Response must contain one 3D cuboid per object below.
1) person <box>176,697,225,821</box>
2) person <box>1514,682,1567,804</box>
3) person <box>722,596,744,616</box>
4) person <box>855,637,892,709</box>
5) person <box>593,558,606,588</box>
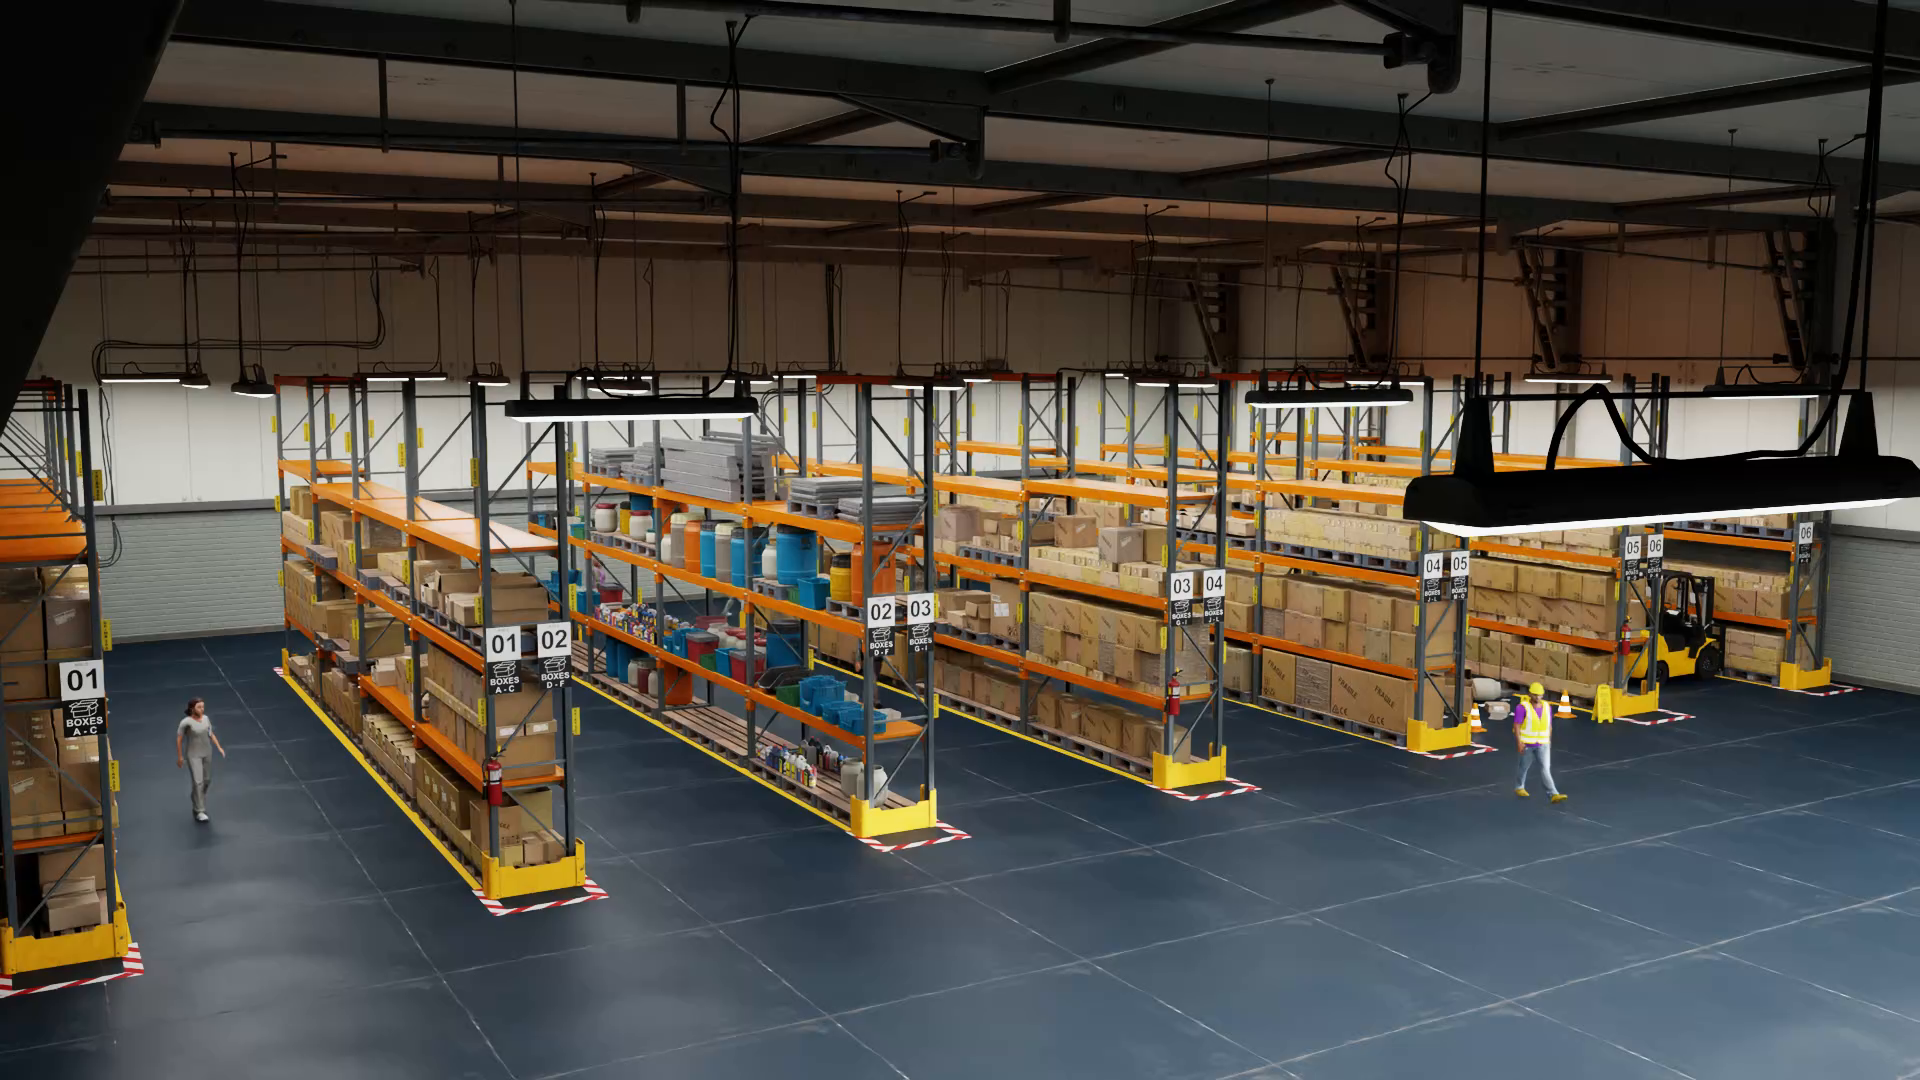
[{"bbox_3d":[-10.536,2.991,22.999,0.765,1.666,0.539,4,7,33],"label":"person"},{"bbox_3d":[8.182,2.880,23.592,0.606,1.698,1.072,0,6,0],"label":"person"},{"bbox_3d":[-5.350,1.092,40.301,1.081,1.610,0.486,3,7,25],"label":"person"},{"bbox_3d":[-1.548,2.198,30.051,0.589,1.649,1.082,-4,8,-35],"label":"person"},{"bbox_3d":[-8.546,1.215,39.381,0.414,1.589,0.416,-1,6,-12],"label":"person"}]
